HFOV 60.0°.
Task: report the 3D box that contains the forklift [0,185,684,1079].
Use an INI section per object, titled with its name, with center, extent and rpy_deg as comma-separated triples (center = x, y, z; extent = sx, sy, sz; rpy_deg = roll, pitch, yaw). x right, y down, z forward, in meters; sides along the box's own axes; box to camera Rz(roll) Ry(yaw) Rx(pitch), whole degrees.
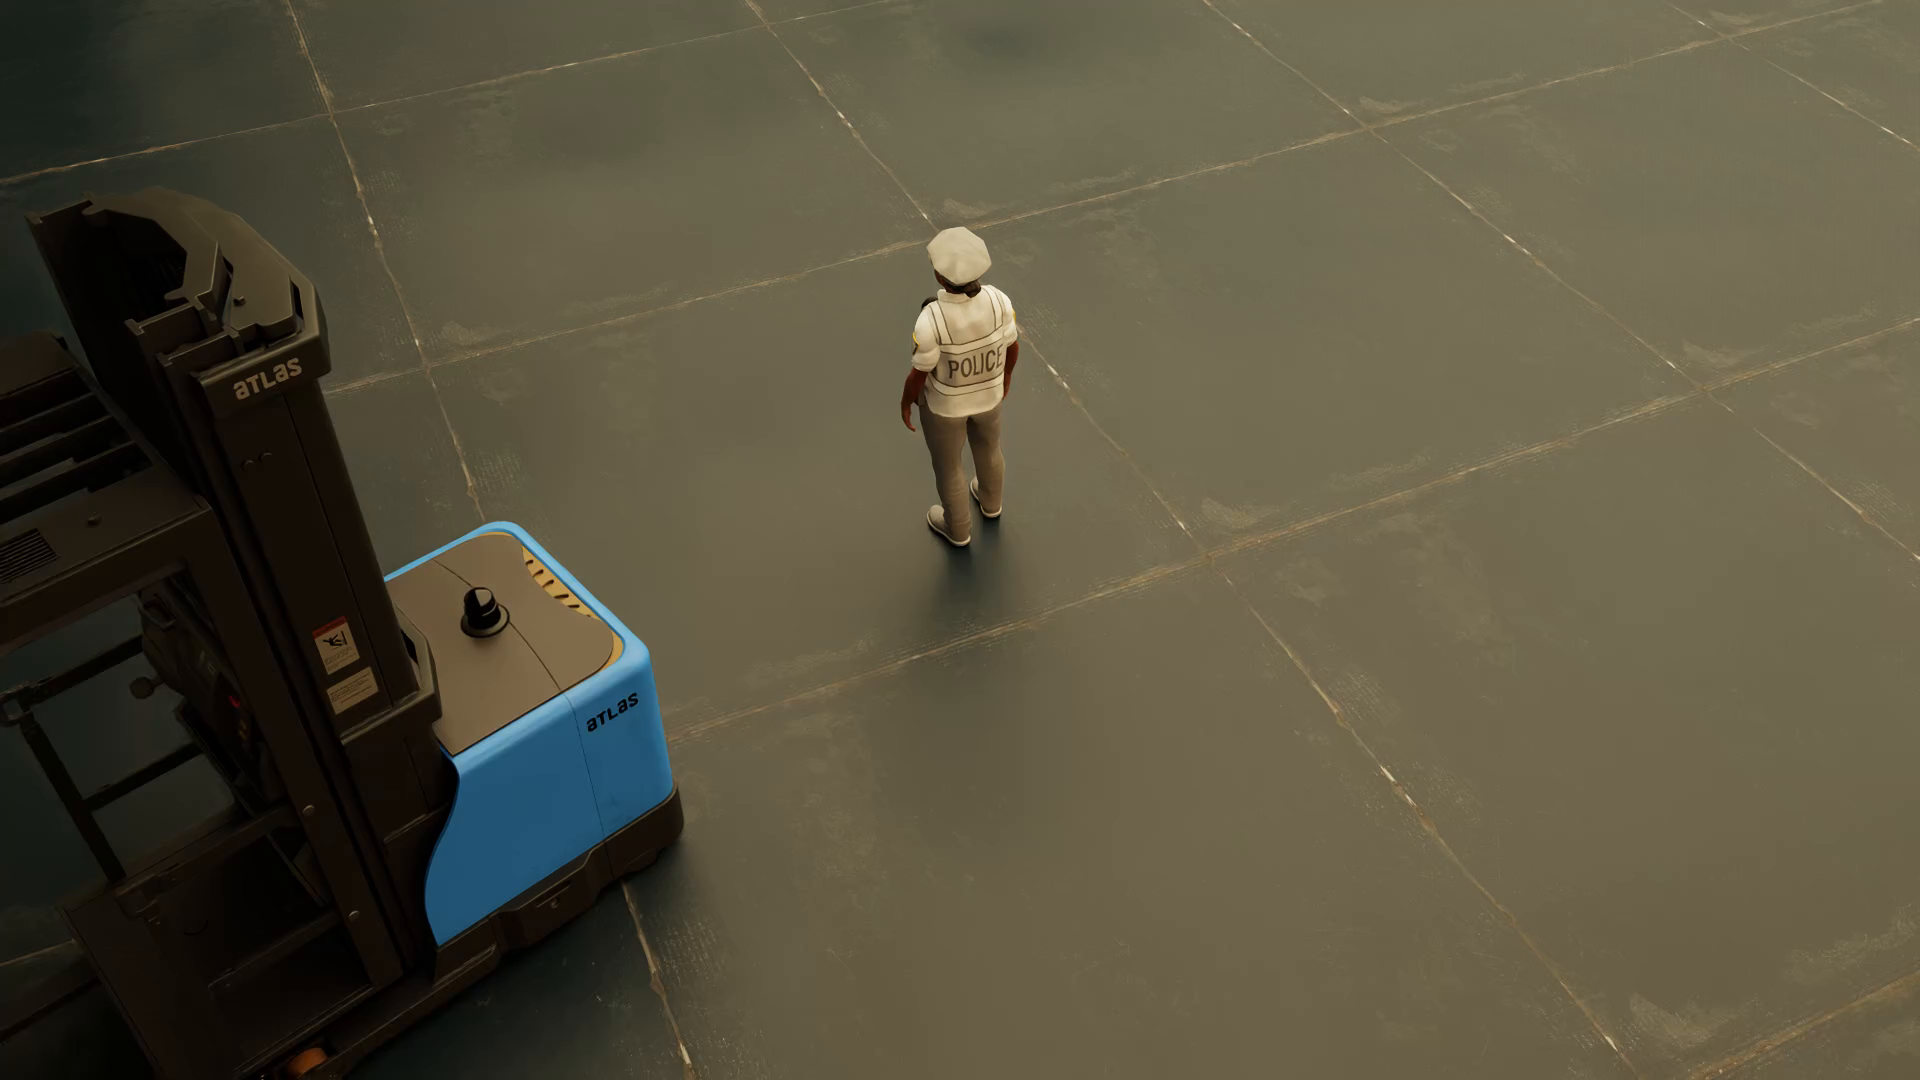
[forklift]
center = -2.512, 0.535, 5.107
extent = 3.031, 2.935, 1.130
rpy_deg = -32, 52, -29

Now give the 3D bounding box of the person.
[person]
center = -0.013, -0.676, 7.302
extent = 0.569, 1.693, 0.528
rpy_deg = -18, 46, -18
